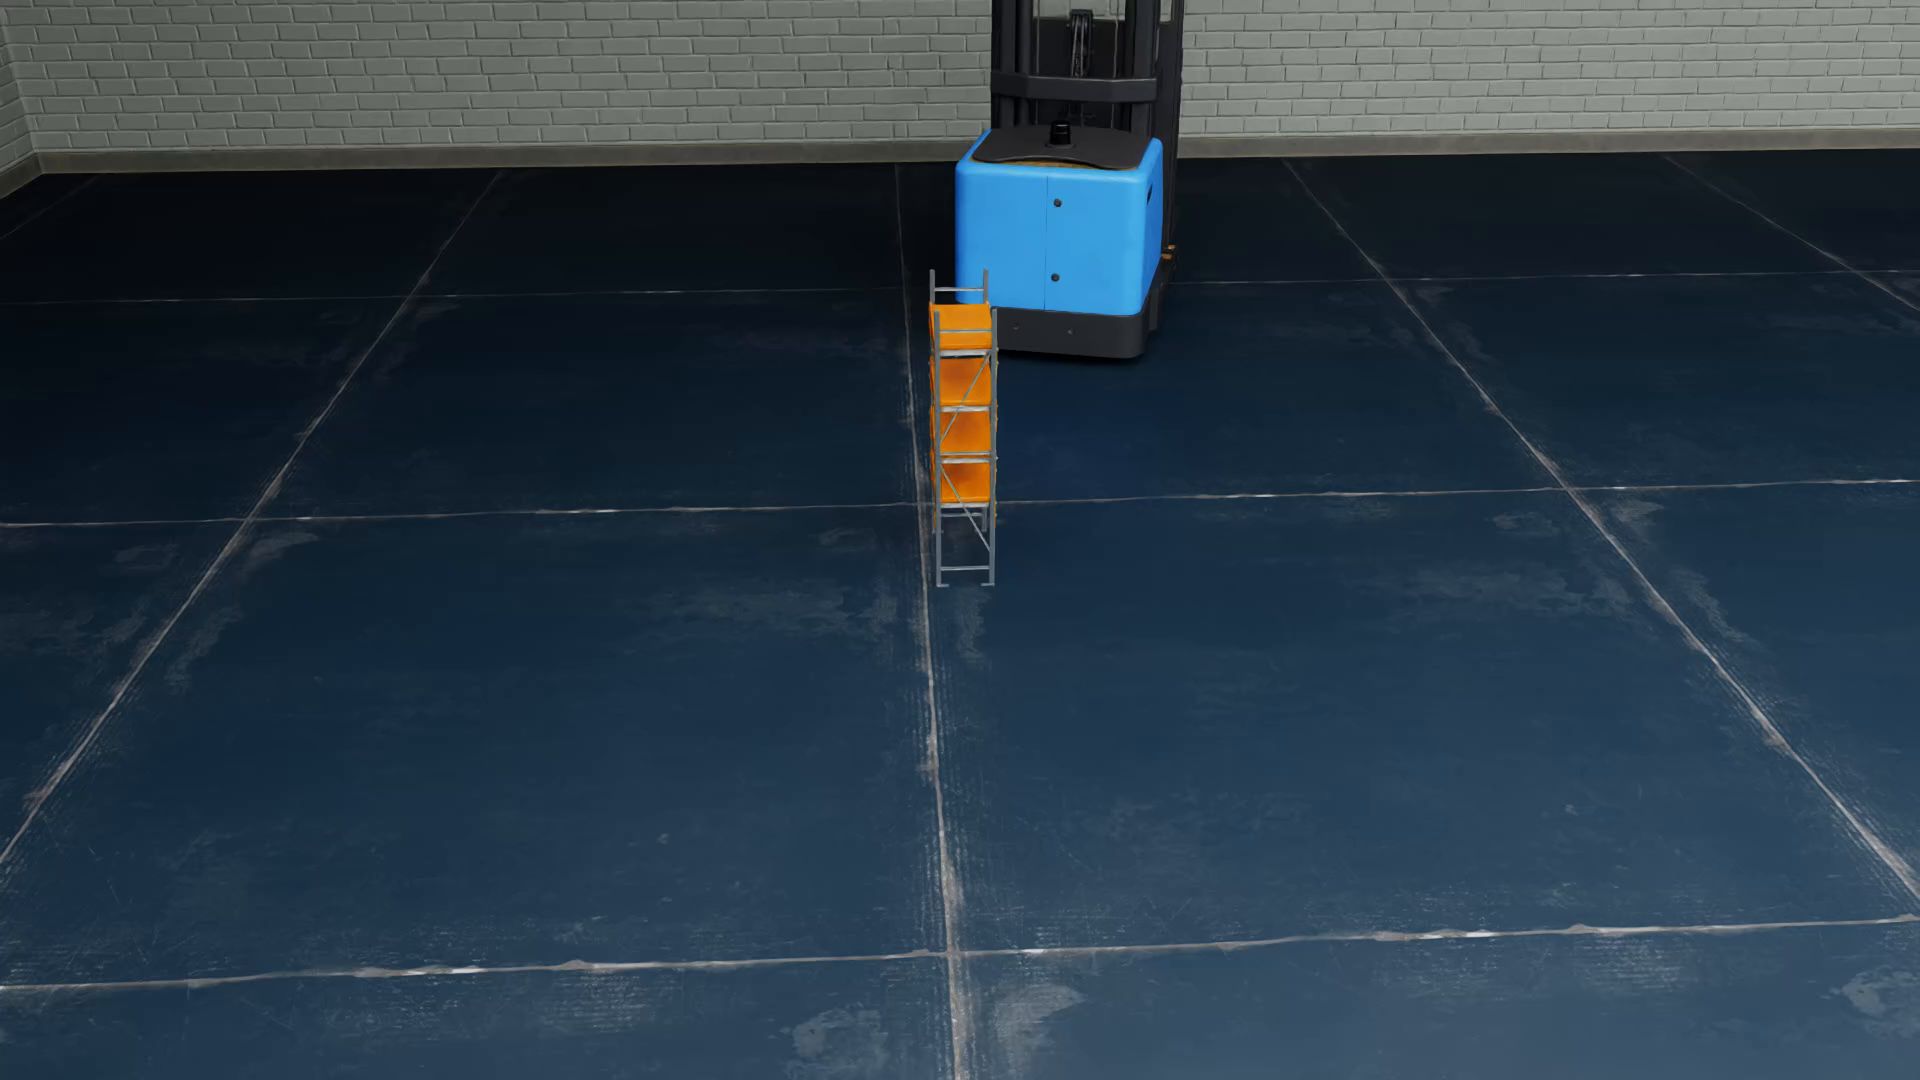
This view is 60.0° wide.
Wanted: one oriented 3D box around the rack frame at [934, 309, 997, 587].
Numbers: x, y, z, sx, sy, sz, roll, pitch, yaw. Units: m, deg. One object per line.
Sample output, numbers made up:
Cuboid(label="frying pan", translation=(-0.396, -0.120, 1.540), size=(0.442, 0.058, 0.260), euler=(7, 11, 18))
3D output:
Cuboid(label="rack frame", translation=(0.021, -0.343, 6.610), size=(0.240, 1.200, 0.015), euler=(-1, 28, -3))

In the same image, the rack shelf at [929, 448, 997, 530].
Cuboid(label="rack shelf", translation=(0.009, -0.220, 6.949), size=(0.258, 0.148, 0.480), euler=(-1, 28, -3))

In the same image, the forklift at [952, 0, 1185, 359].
Cuboid(label="forklift", translation=(0.774, -2.940, 9.717), size=(1.130, 2.935, 3.031), euler=(6, 28, 11))

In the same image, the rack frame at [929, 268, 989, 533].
Cuboid(label="rack frame", translation=(-0.004, -0.568, 7.042), size=(0.240, 1.200, 0.015), euler=(-1, 28, -3))

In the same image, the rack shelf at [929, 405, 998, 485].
Cuboid(label="rack shelf", translation=(0.009, -0.396, 6.857), size=(0.258, 0.148, 0.480), euler=(-1, 28, -3))

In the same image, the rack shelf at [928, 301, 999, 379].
Cuboid(label="rack shelf", translation=(0.009, -0.804, 6.644), size=(0.258, 0.148, 0.480), euler=(-1, 28, -3))

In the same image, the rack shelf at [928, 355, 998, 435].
Cuboid(label="rack shelf", translation=(0.009, -0.594, 6.754), size=(0.258, 0.148, 0.480), euler=(-1, 28, -3))

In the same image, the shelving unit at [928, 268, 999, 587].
Cuboid(label="shelving unit", translation=(0.009, -0.456, 6.826), size=(0.258, 1.200, 0.503), euler=(-1, 28, -3))
